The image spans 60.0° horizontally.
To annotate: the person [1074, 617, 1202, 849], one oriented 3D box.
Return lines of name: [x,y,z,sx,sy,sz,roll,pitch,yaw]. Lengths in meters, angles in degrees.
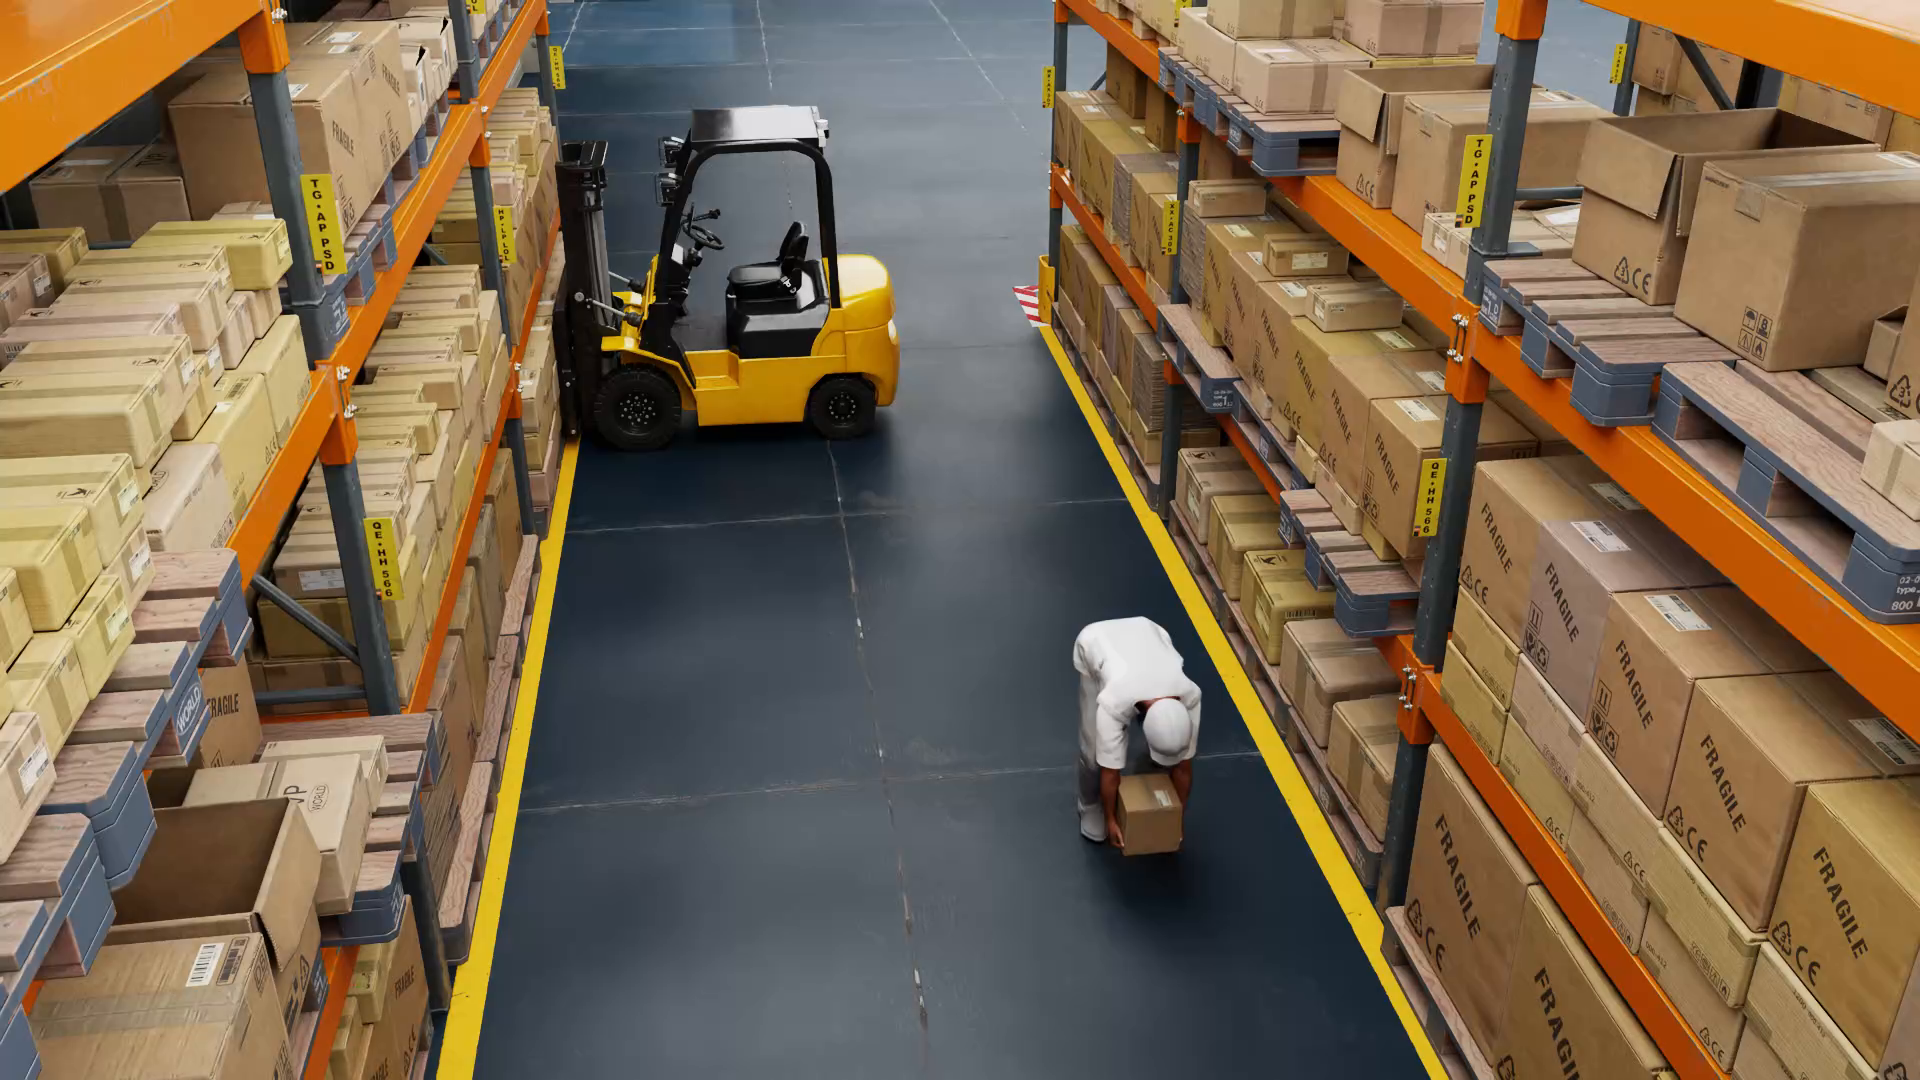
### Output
person: [0.806,0.956,7.471,0.480,1.075,0.982,-5,27,-11]
